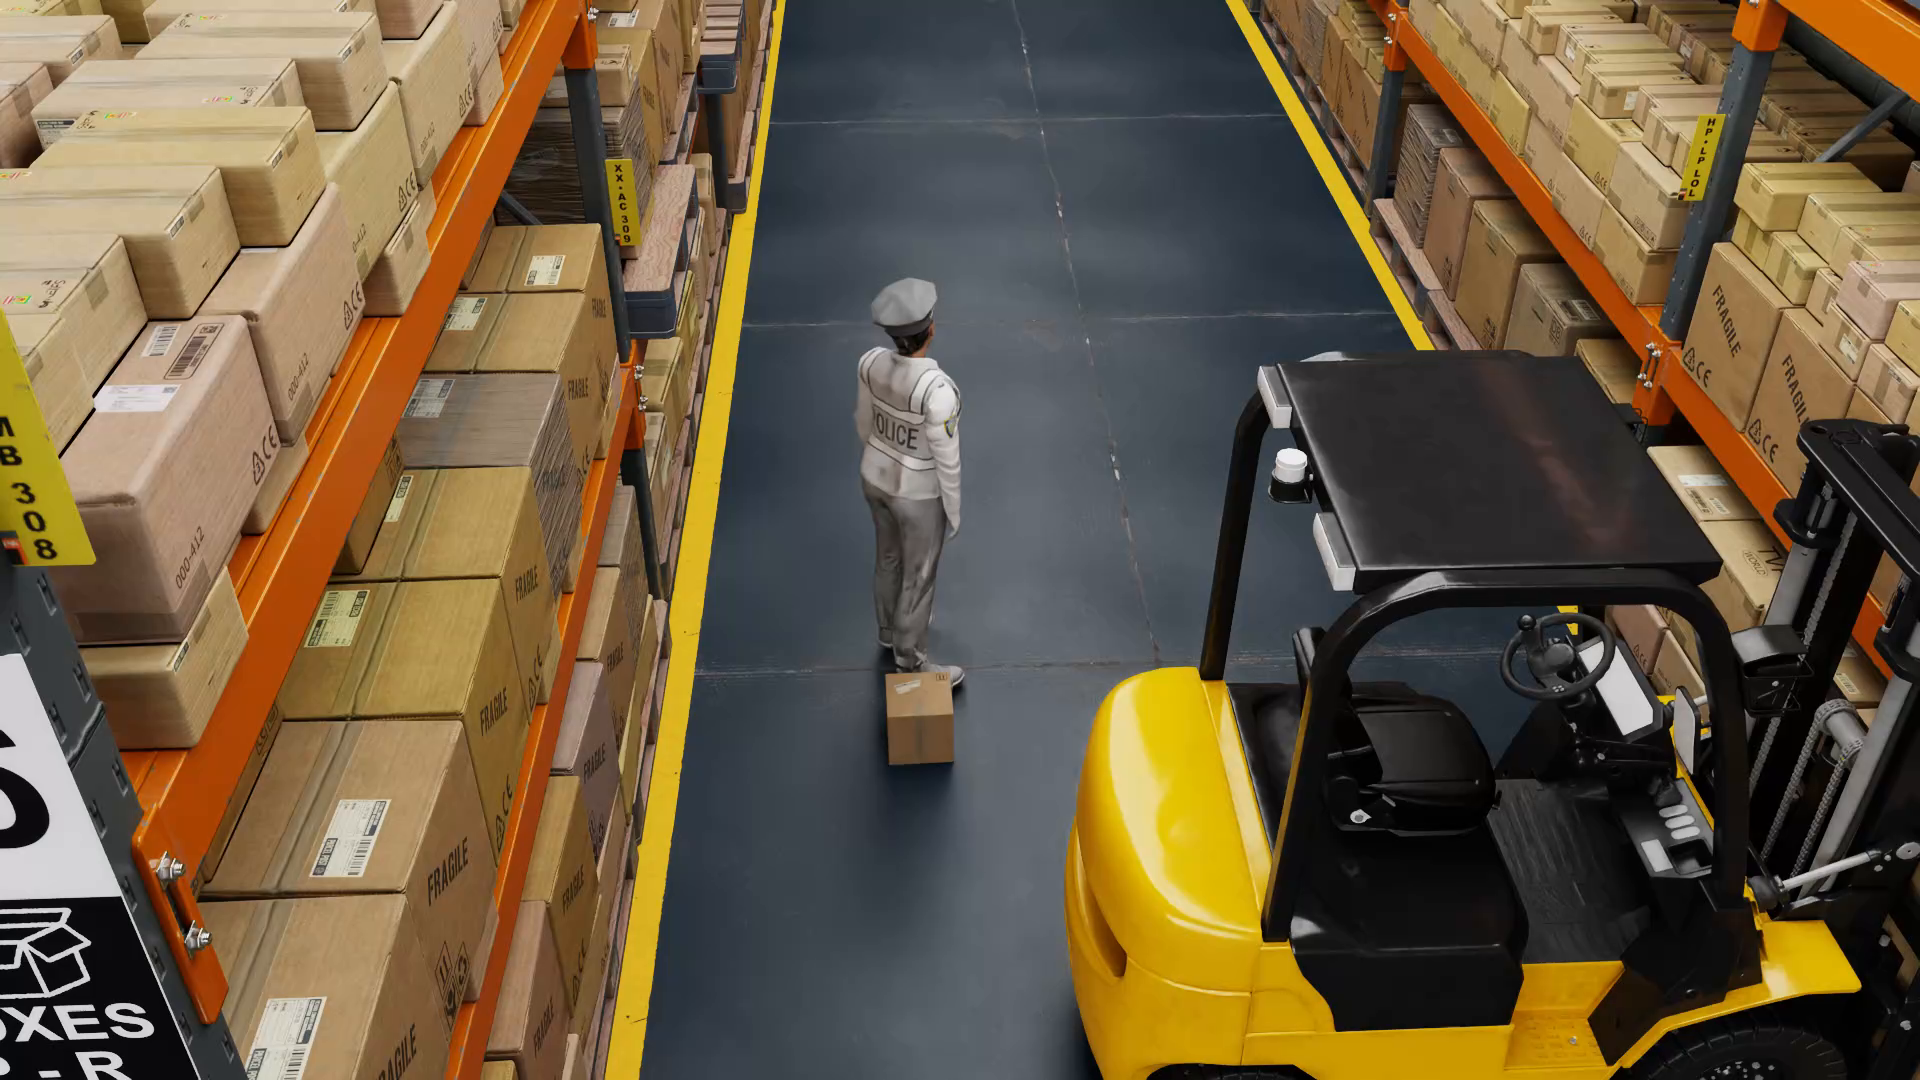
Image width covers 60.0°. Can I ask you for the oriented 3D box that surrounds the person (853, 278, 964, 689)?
[{"bbox_3d":[-0.182,-0.204,6.379,0.405,1.679,0.528,-29,44,-34],"label":"person"}]
